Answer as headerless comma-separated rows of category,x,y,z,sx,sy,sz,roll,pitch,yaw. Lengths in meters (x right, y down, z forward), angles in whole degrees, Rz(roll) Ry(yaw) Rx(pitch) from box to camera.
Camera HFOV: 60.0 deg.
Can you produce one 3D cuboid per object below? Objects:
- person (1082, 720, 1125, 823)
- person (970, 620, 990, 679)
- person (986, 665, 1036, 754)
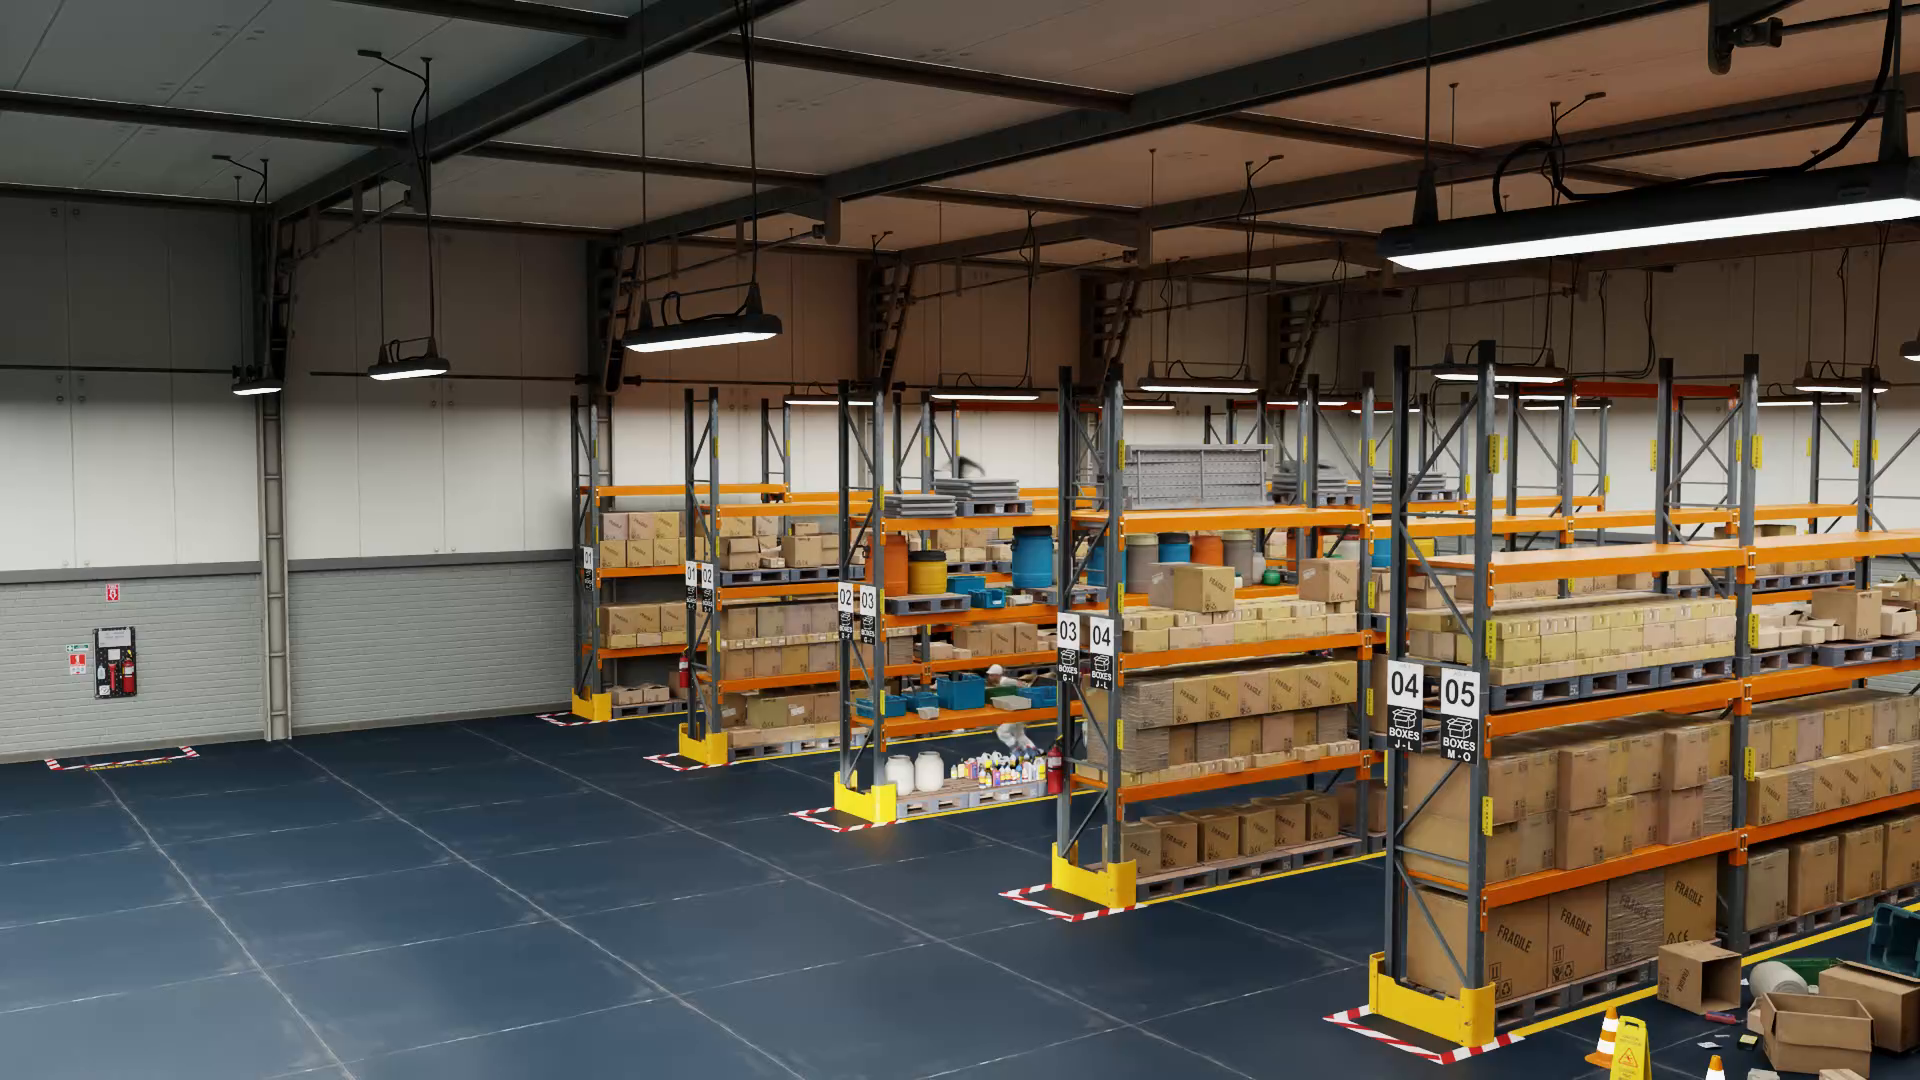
person,1.952,2.967,22.528,0.594,1.682,0.697,0,3,7
person,0.433,2.269,33.967,0.675,1.712,0.751,3,4,38
person,0.842,2.769,26.218,0.944,1.627,0.709,-1,4,-16
